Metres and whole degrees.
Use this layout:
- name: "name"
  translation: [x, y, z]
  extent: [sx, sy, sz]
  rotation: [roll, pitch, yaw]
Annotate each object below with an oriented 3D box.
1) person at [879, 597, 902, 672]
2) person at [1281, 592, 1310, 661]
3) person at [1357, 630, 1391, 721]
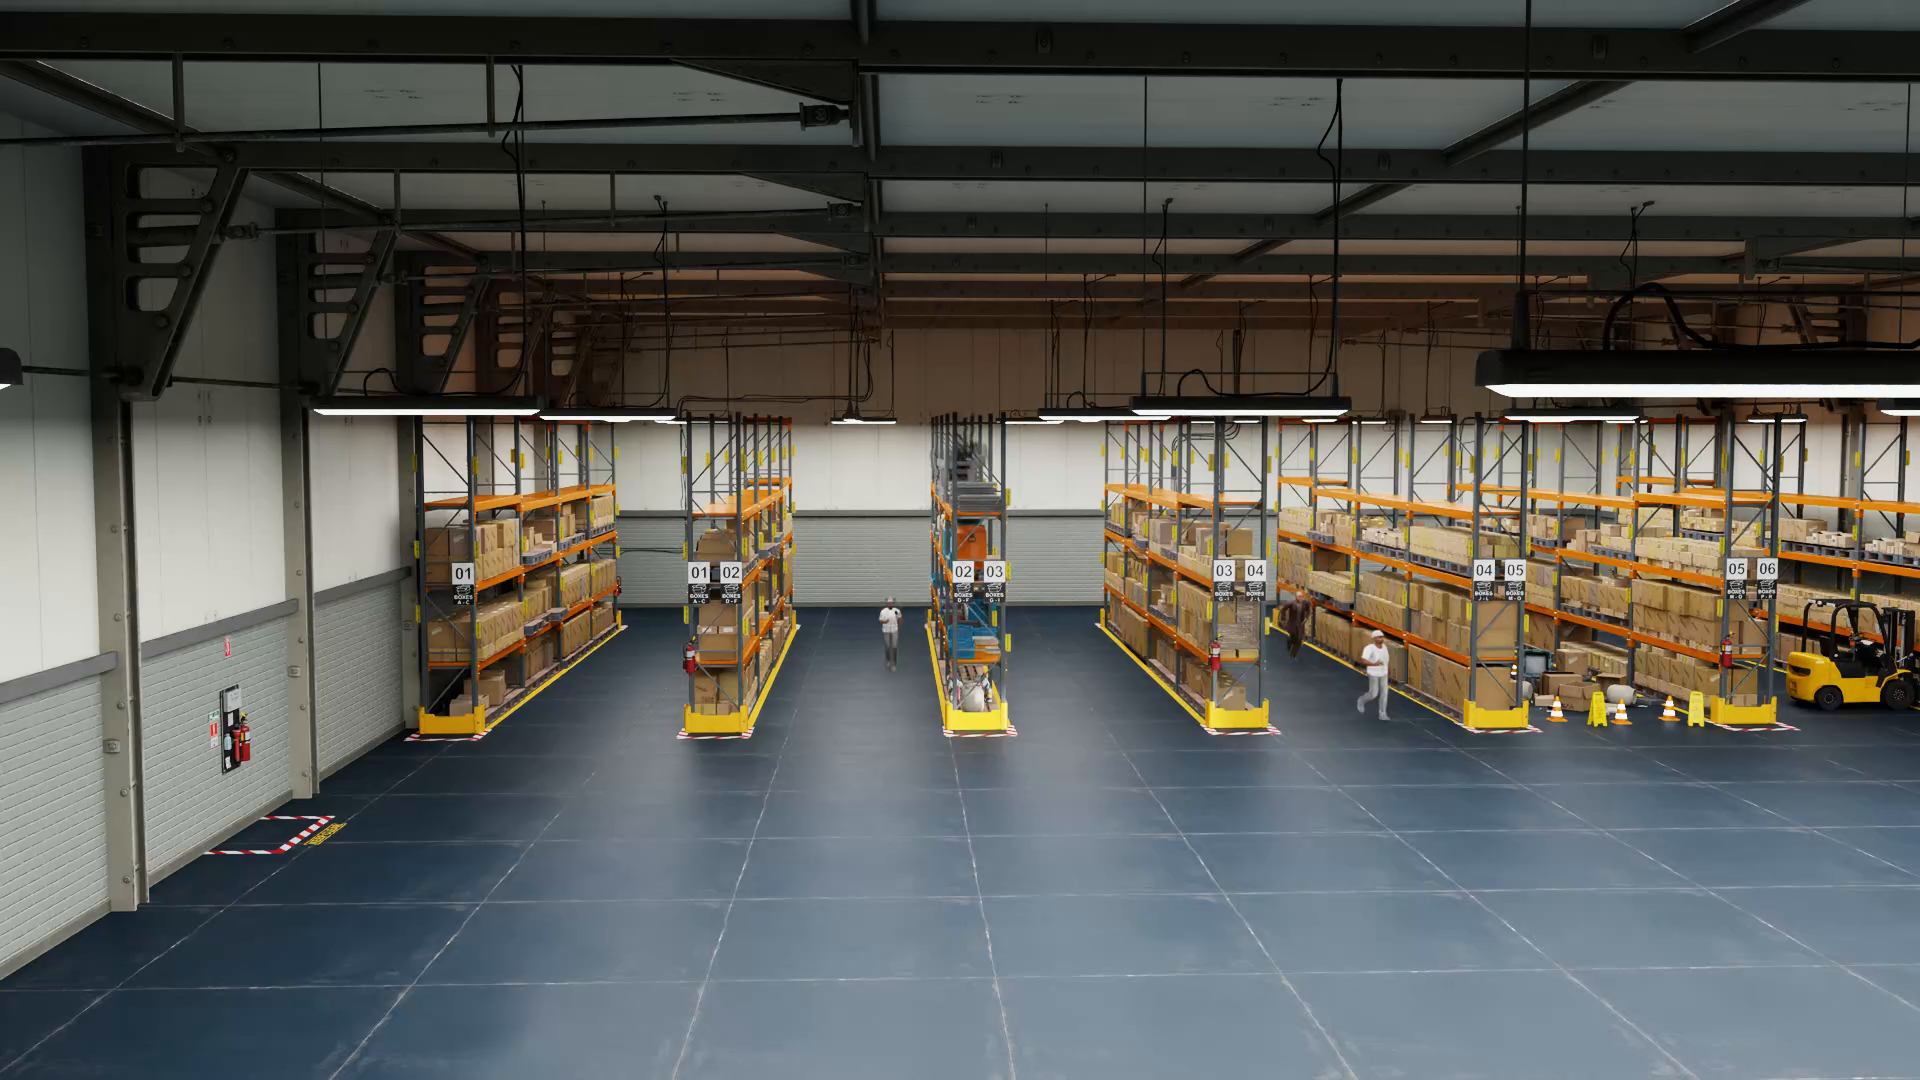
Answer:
- name: "person"
  translation: [-1.631, 2.205, 39.156]
  extent: [0.564, 1.728, 0.775]
  rotation: [0, 4, -3]
- name: "person"
  translation: [8.242, 2.106, 40.920]
  extent: [0.704, 1.715, 0.799]
  rotation: [-1, 4, -13]
- name: "person"
  translation: [8.130, 2.625, 32.521]
  extent: [0.724, 1.749, 0.864]
  rotation: [-2, 4, -26]
